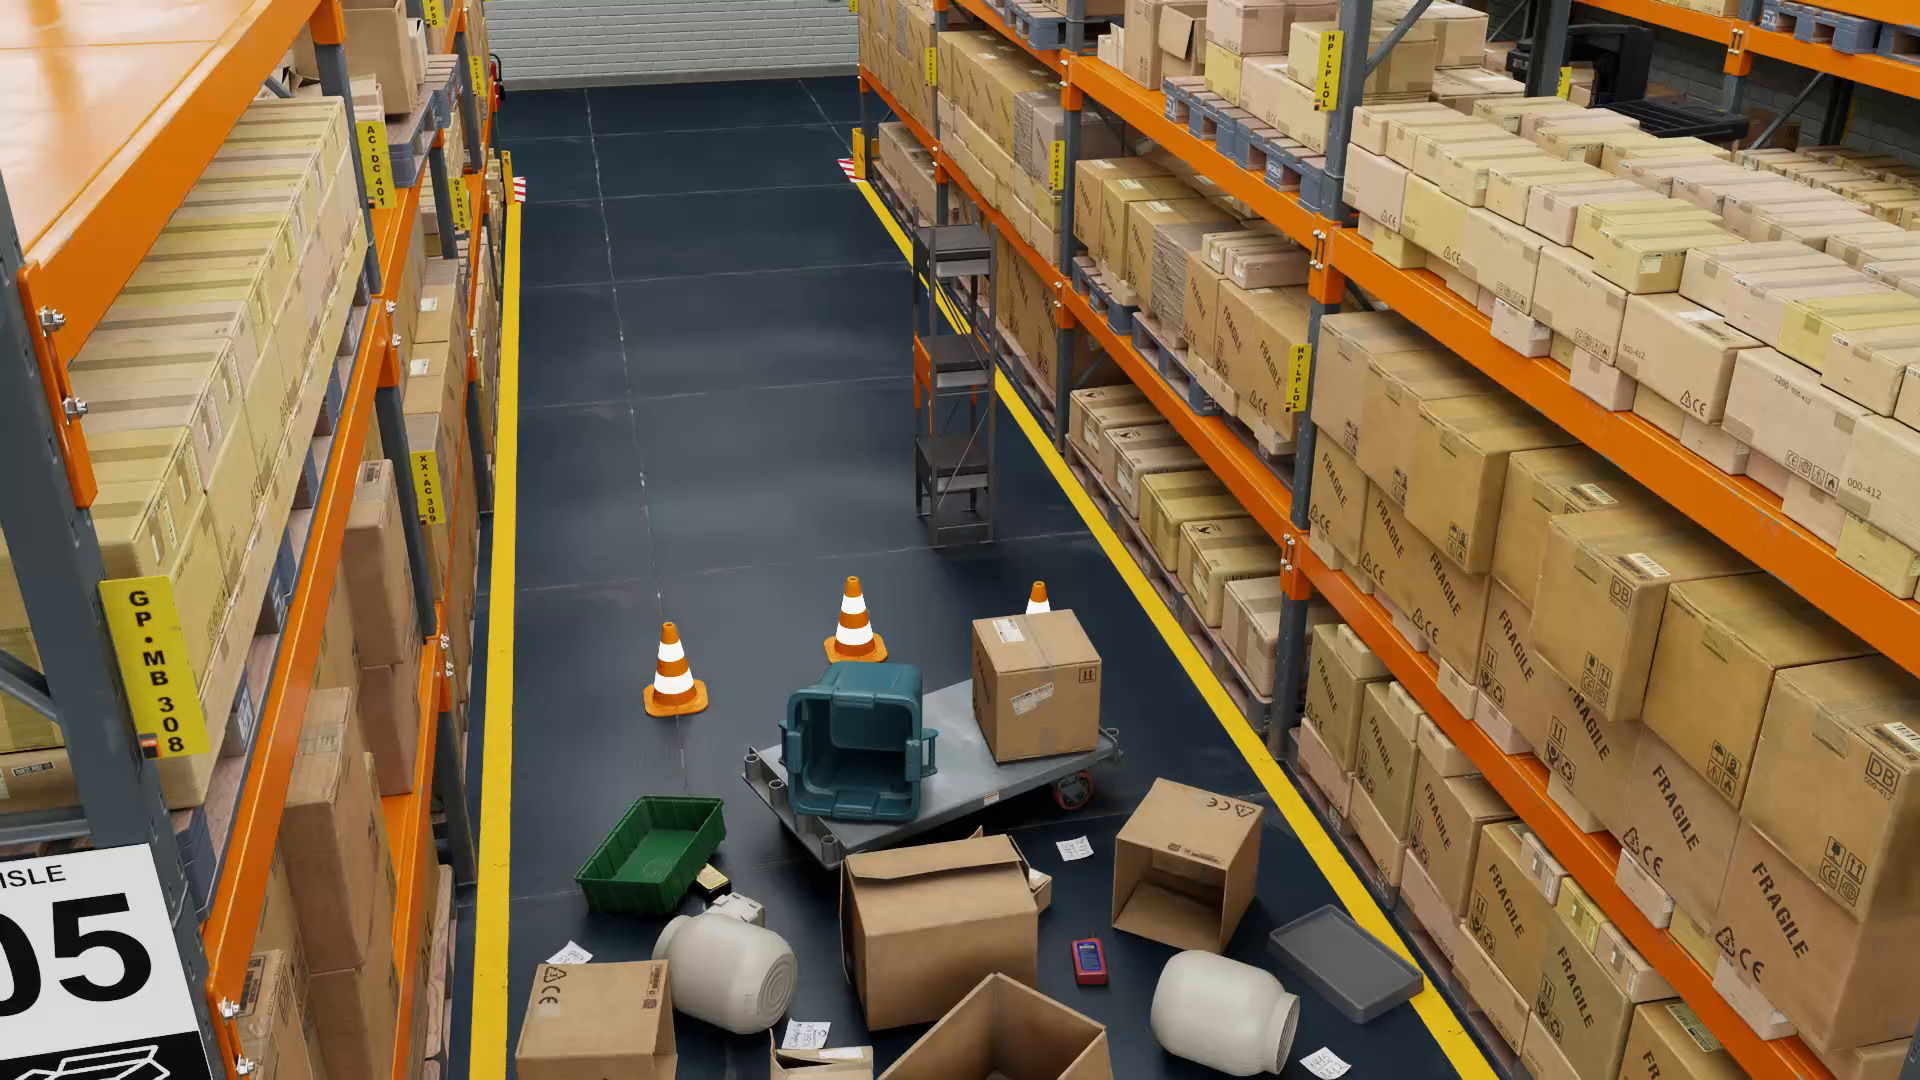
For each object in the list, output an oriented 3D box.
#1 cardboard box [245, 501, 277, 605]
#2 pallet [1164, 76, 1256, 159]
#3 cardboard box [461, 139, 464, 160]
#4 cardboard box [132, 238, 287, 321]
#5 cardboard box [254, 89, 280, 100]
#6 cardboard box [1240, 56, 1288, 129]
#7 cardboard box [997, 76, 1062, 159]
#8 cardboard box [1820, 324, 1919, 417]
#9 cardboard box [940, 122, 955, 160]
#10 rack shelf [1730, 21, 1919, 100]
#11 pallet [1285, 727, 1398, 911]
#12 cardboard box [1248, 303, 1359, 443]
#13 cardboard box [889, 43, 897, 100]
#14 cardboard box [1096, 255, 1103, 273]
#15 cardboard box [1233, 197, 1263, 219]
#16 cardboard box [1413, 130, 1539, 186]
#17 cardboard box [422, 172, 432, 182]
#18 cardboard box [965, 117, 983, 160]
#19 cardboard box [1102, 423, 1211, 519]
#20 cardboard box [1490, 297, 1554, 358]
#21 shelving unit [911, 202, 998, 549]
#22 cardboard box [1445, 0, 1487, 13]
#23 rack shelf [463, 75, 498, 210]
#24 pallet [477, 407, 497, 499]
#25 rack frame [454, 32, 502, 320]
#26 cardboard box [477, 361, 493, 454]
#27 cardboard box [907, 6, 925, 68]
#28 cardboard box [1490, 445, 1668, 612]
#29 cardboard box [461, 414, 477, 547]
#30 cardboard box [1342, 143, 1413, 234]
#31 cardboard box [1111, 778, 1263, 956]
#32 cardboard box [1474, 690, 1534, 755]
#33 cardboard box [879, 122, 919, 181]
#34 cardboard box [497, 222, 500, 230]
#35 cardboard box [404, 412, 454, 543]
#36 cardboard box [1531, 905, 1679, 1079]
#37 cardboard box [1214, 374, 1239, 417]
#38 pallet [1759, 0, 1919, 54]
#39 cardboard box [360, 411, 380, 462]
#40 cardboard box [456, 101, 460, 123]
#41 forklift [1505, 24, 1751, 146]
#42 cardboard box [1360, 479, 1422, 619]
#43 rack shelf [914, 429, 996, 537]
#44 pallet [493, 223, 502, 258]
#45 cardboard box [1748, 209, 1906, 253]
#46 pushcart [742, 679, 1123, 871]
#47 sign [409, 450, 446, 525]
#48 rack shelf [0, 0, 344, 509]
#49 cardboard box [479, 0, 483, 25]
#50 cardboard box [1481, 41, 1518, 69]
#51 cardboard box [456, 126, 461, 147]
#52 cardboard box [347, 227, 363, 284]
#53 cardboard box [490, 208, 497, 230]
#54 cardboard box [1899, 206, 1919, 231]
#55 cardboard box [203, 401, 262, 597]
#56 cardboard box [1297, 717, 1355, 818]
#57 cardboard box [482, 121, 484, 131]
[{"bbox_3d":[-1.749,0.048,3.699,0.380,0.149,0.250,-6,27,-11],"label":"cardboard box"},{"bbox_3d":[1.814,-2.272,8.802,1.213,0.211,1.003,-6,27,-12],"label":"pallet"},{"bbox_3d":[-4.234,-3.166,13.507,0.380,0.149,0.250,-7,28,-13],"label":"cardboard box"},{"bbox_3d":[-1.921,-0.641,4.180,0.380,0.149,0.250,-6,27,-11],"label":"cardboard box"},{"bbox_3d":[-3.206,-1.757,7.162,0.500,0.250,0.500,-6,27,-12],"label":"cardboard box"},{"bbox_3d":[1.704,-2.204,8.159,0.500,0.250,0.500,-6,27,-11],"label":"cardboard box"},{"bbox_3d":[0.584,-3.171,12.482,0.500,0.500,0.500,-6,27,-12],"label":"cardboard box"},{"bbox_3d":[2.528,-0.453,4.383,0.380,0.149,0.250,-6,27,-12],"label":"cardboard box"},{"bbox_3d":[0.125,-3.505,14.532,0.500,0.250,0.500,-7,28,-13],"label":"cardboard box"},{"bbox_3d":[6.471,-2.682,10.203,1.077,0.370,4.000,-6,27,-12],"label":"rack shelf"},{"bbox_3d":[2.272,1.256,8.027,1.003,0.211,1.213,-6,27,-12],"label":"pallet"},{"bbox_3d":[1.759,-0.824,8.147,0.500,0.500,0.500,-6,27,-13],"label":"cardboard box"},{"bbox_3d":[-0.422,-4.690,16.602,0.500,0.500,0.500,-5,27,-10],"label":"cardboard box"},{"bbox_3d":[1.108,-1.822,10.844,0.380,0.149,0.250,-8,28,-15],"label":"cardboard box"},{"bbox_3d":[1.828,-2.001,9.758,0.380,0.149,0.250,-7,28,-14],"label":"cardboard box"},{"bbox_3d":[1.977,-1.463,6.385,0.380,0.149,0.250,-7,28,-13],"label":"cardboard box"},{"bbox_3d":[-3.704,-2.395,11.318,0.380,0.149,0.250,-7,28,-14],"label":"cardboard box"},{"bbox_3d":[0.340,-3.276,13.524,0.500,0.250,0.500,-6,27,-11],"label":"cardboard box"},{"bbox_3d":[1.477,-0.478,10.819,0.950,0.372,0.625,-6,27,-13],"label":"cardboard box"},{"bbox_3d":[2.123,-0.770,5.897,0.380,0.149,0.250,-6,28,-13],"label":"cardboard box"},{"bbox_3d":[-0.037,-1.010,10.421,0.431,2.100,0.503,-6,27,-12],"label":"shelving unit"},{"bbox_3d":[5.042,-5.379,17.082,0.500,0.500,0.500,-7,28,-13],"label":"cardboard box"},{"bbox_3d":[-4.967,-3.802,15.752,1.077,0.370,4.000,-6,27,-12],"label":"rack shelf"},{"bbox_3d":[-3.790,-0.587,11.679,1.003,0.211,1.213,-6,27,-12],"label":"pallet"},{"bbox_3d":[-4.517,-3.245,13.850,1.000,3.000,0.127,-6,27,-12],"label":"rack frame"},{"bbox_3d":[-3.526,-0.897,11.506,0.500,0.500,0.500,-7,28,-14],"label":"cardboard box"},{"bbox_3d":[-0.198,-4.686,15.484,0.500,0.500,0.500,-6,27,-12],"label":"cardboard box"},{"bbox_3d":[2.361,-0.019,5.909,0.700,0.500,0.500,-6,27,-12],"label":"cardboard box"},{"bbox_3d":[-3.566,-0.396,10.236,1.050,0.750,0.750,-6,27,-12],"label":"cardboard box"},{"bbox_3d":[1.919,-1.464,6.829,0.500,0.250,0.500,-7,28,-13],"label":"cardboard box"},{"bbox_3d":[1.002,1.443,7.333,0.500,0.500,0.500,13,30,24],"label":"cardboard box"},{"bbox_3d":[2.208,0.673,6.366,0.380,0.149,0.250,-6,27,-12],"label":"cardboard box"},{"bbox_3d":[-0.372,-4.312,18.342,0.875,0.438,0.875,-7,28,-13],"label":"cardboard box"},{"bbox_3d":[-4.735,-3.144,16.347,0.380,0.149,0.250,-5,27,-11],"label":"cardboard box"},{"bbox_3d":[-2.684,-0.257,7.820,0.500,0.500,0.500,-6,27,-11],"label":"cardboard box"},{"bbox_3d":[2.432,1.627,5.950,0.500,0.500,0.500,-5,27,-10],"label":"cardboard box"},{"bbox_3d":[1.566,-0.780,8.780,0.380,0.149,0.250,-6,27,-12],"label":"cardboard box"},{"bbox_3d":[6.260,-3.508,11.251,1.213,0.211,1.003,-5,27,-9],"label":"pallet"},{"bbox_3d":[-2.664,-0.117,6.287,0.875,0.550,0.550,-6,27,-12],"label":"cardboard box"},{"bbox_3d":[-4.236,-3.430,13.368,0.380,0.149,0.250,-5,27,-9],"label":"cardboard box"},{"bbox_3d":[4.313,-1.817,11.096,1.130,2.935,3.031,-11,29,-21],"label":"forklift"},{"bbox_3d":[2.050,-0.018,7.016,0.500,0.500,0.500,-6,27,-12],"label":"cardboard box"},{"bbox_3d":[-0.037,-0.373,10.742,0.431,0.518,0.480,-6,27,-12],"label":"rack shelf"},{"bbox_3d":[-4.981,-2.828,16.119,1.003,0.211,1.213,-6,27,-12],"label":"pallet"},{"bbox_3d":[2.794,-0.955,5.378,0.380,0.149,0.250,-5,27,-11],"label":"cardboard box"},{"bbox_3d":[-0.124,1.144,8.064,1.648,0.377,0.936,-16,31,-29],"label":"pushcart"},{"bbox_3d":[-2.173,-0.212,6.792,0.100,0.325,0.005,-6,27,-12],"label":"sign"},{"bbox_3d":[-2.263,-1.033,4.053,1.077,0.370,4.000,-6,27,-12],"label":"rack shelf"},{"bbox_3d":[-5.072,-5.449,16.666,0.500,0.500,0.500,-7,28,-13],"label":"cardboard box"},{"bbox_3d":[5.010,-4.295,15.353,0.700,0.500,0.500,-5,27,-10],"label":"cardboard box"},{"bbox_3d":[-4.174,-3.183,13.210,0.380,0.149,0.250,-6,27,-11],"label":"cardboard box"},{"bbox_3d":[-2.263,-0.954,5.684,0.380,0.149,0.250,-6,27,-11],"label":"cardboard box"},{"bbox_3d":[-4.613,-3.049,15.829,0.380,0.149,0.250,-6,27,-12],"label":"cardboard box"},{"bbox_3d":[6.259,-2.036,10.624,0.380,0.149,0.250,-6,27,-12],"label":"cardboard box"},{"bbox_3d":[-1.787,-0.075,3.499,0.500,0.250,0.500,-6,27,-12],"label":"cardboard box"},{"bbox_3d":[1.956,1.046,7.933,0.500,0.250,0.500,-7,28,-14],"label":"cardboard box"},{"bbox_3d":[-4.606,-3.864,15.355,0.380,0.149,0.250,-5,27,-9],"label":"cardboard box"}]
